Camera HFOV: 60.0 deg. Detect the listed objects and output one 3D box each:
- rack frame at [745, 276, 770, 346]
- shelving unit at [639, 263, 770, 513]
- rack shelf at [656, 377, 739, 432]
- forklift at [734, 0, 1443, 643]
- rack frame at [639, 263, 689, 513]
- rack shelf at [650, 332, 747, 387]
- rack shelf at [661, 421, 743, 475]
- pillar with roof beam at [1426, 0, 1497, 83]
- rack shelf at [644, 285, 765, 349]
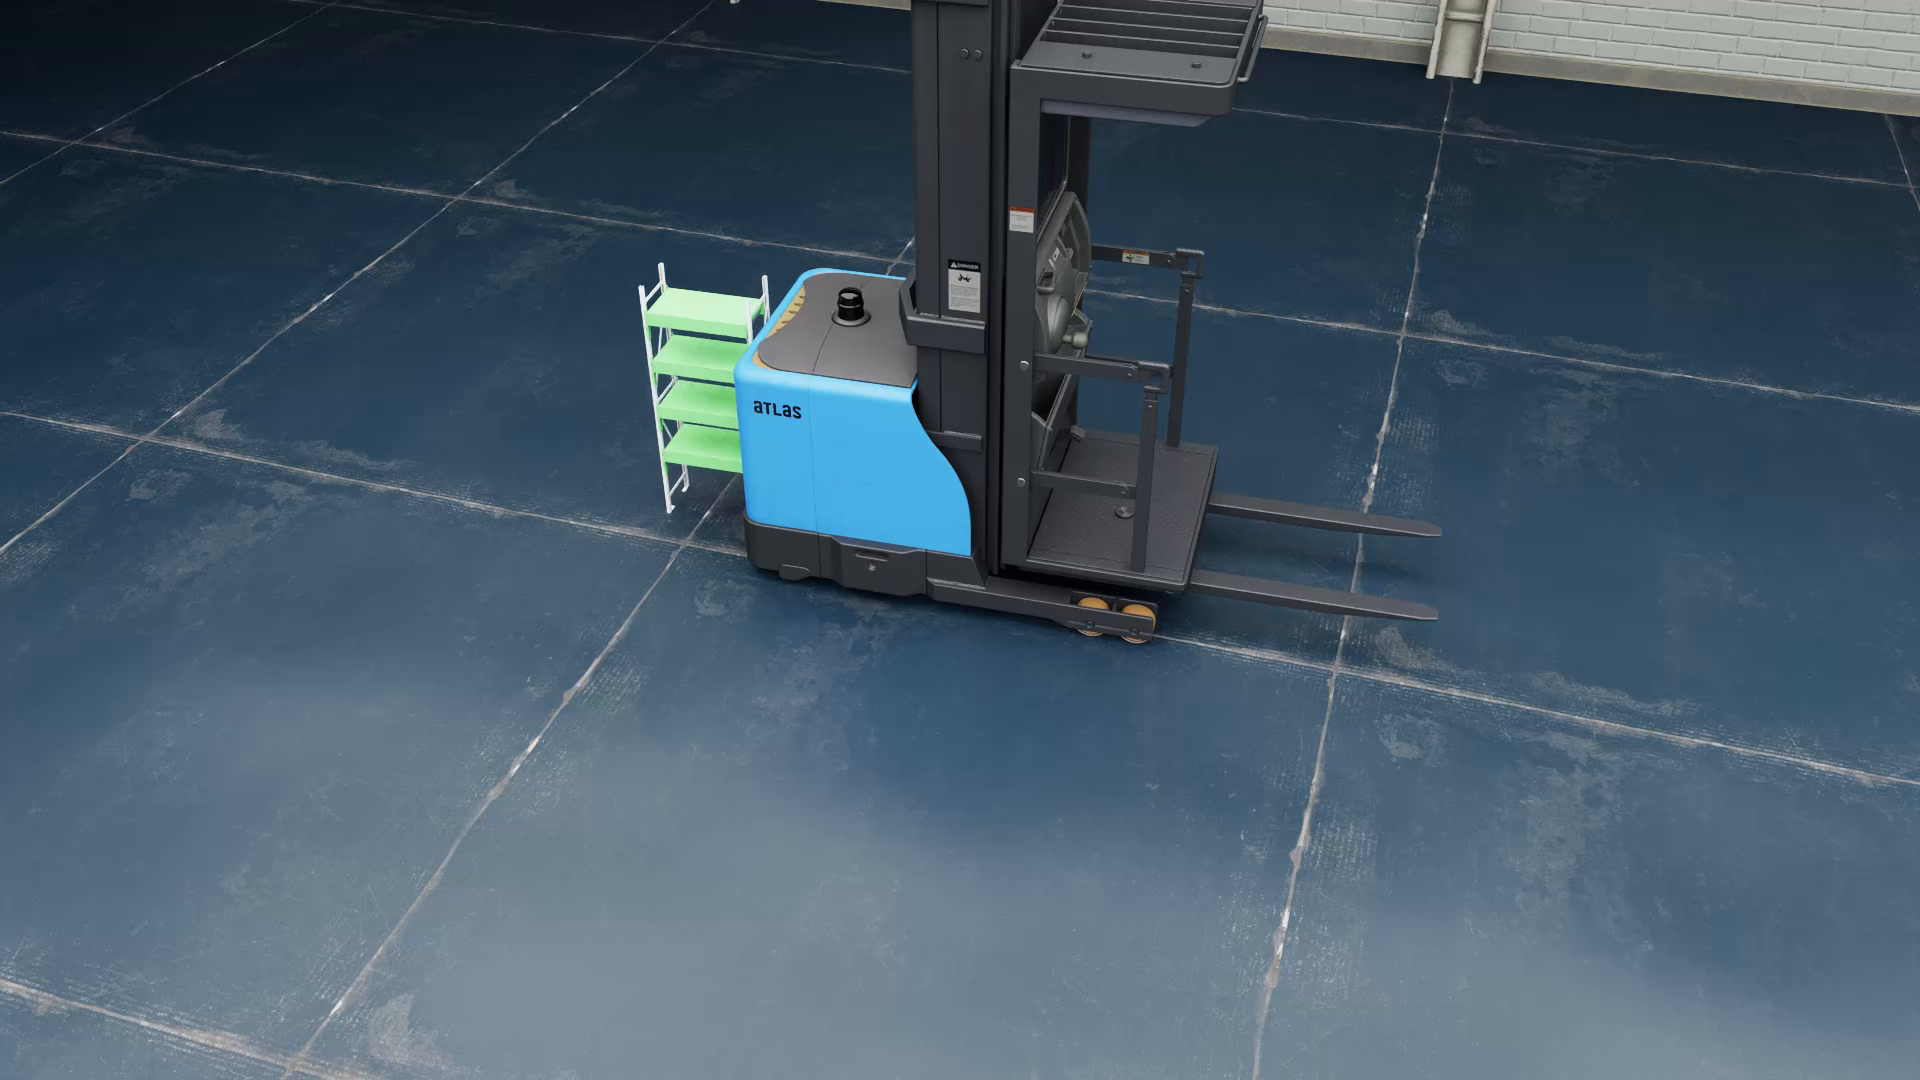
[{"bbox_3d":[-0.885,-0.608,7.564,0.015,1.200,0.240,9,37,12],"label":"rack frame"},{"bbox_3d":[-1.121,-0.644,7.613,0.503,1.200,0.258,9,37,12],"label":"shelving unit"},{"bbox_3d":[-1.121,-0.593,7.651,0.480,0.148,0.258,9,37,12],"label":"rack shelf"},{"bbox_3d":[0.610,-1.087,6.754,3.031,2.935,1.130,9,37,12],"label":"forklift"},{"bbox_3d":[-1.357,-0.680,7.662,0.015,1.200,0.240,9,37,12],"label":"rack frame"},{"bbox_3d":[-1.121,-0.786,7.508,0.480,0.148,0.258,9,37,12],"label":"rack shelf"},{"bbox_3d":[-1.121,-0.399,7.793,0.480,0.148,0.258,9,37,12],"label":"rack shelf"},{"bbox_3d":[2.441,-4.703,6.549,0.400,9.000,9.100,10,38,14],"label":"pillar with roof beam"},{"bbox_3d":[-1.121,-0.979,7.366,0.480,0.148,0.258,9,37,12],"label":"rack shelf"}]
